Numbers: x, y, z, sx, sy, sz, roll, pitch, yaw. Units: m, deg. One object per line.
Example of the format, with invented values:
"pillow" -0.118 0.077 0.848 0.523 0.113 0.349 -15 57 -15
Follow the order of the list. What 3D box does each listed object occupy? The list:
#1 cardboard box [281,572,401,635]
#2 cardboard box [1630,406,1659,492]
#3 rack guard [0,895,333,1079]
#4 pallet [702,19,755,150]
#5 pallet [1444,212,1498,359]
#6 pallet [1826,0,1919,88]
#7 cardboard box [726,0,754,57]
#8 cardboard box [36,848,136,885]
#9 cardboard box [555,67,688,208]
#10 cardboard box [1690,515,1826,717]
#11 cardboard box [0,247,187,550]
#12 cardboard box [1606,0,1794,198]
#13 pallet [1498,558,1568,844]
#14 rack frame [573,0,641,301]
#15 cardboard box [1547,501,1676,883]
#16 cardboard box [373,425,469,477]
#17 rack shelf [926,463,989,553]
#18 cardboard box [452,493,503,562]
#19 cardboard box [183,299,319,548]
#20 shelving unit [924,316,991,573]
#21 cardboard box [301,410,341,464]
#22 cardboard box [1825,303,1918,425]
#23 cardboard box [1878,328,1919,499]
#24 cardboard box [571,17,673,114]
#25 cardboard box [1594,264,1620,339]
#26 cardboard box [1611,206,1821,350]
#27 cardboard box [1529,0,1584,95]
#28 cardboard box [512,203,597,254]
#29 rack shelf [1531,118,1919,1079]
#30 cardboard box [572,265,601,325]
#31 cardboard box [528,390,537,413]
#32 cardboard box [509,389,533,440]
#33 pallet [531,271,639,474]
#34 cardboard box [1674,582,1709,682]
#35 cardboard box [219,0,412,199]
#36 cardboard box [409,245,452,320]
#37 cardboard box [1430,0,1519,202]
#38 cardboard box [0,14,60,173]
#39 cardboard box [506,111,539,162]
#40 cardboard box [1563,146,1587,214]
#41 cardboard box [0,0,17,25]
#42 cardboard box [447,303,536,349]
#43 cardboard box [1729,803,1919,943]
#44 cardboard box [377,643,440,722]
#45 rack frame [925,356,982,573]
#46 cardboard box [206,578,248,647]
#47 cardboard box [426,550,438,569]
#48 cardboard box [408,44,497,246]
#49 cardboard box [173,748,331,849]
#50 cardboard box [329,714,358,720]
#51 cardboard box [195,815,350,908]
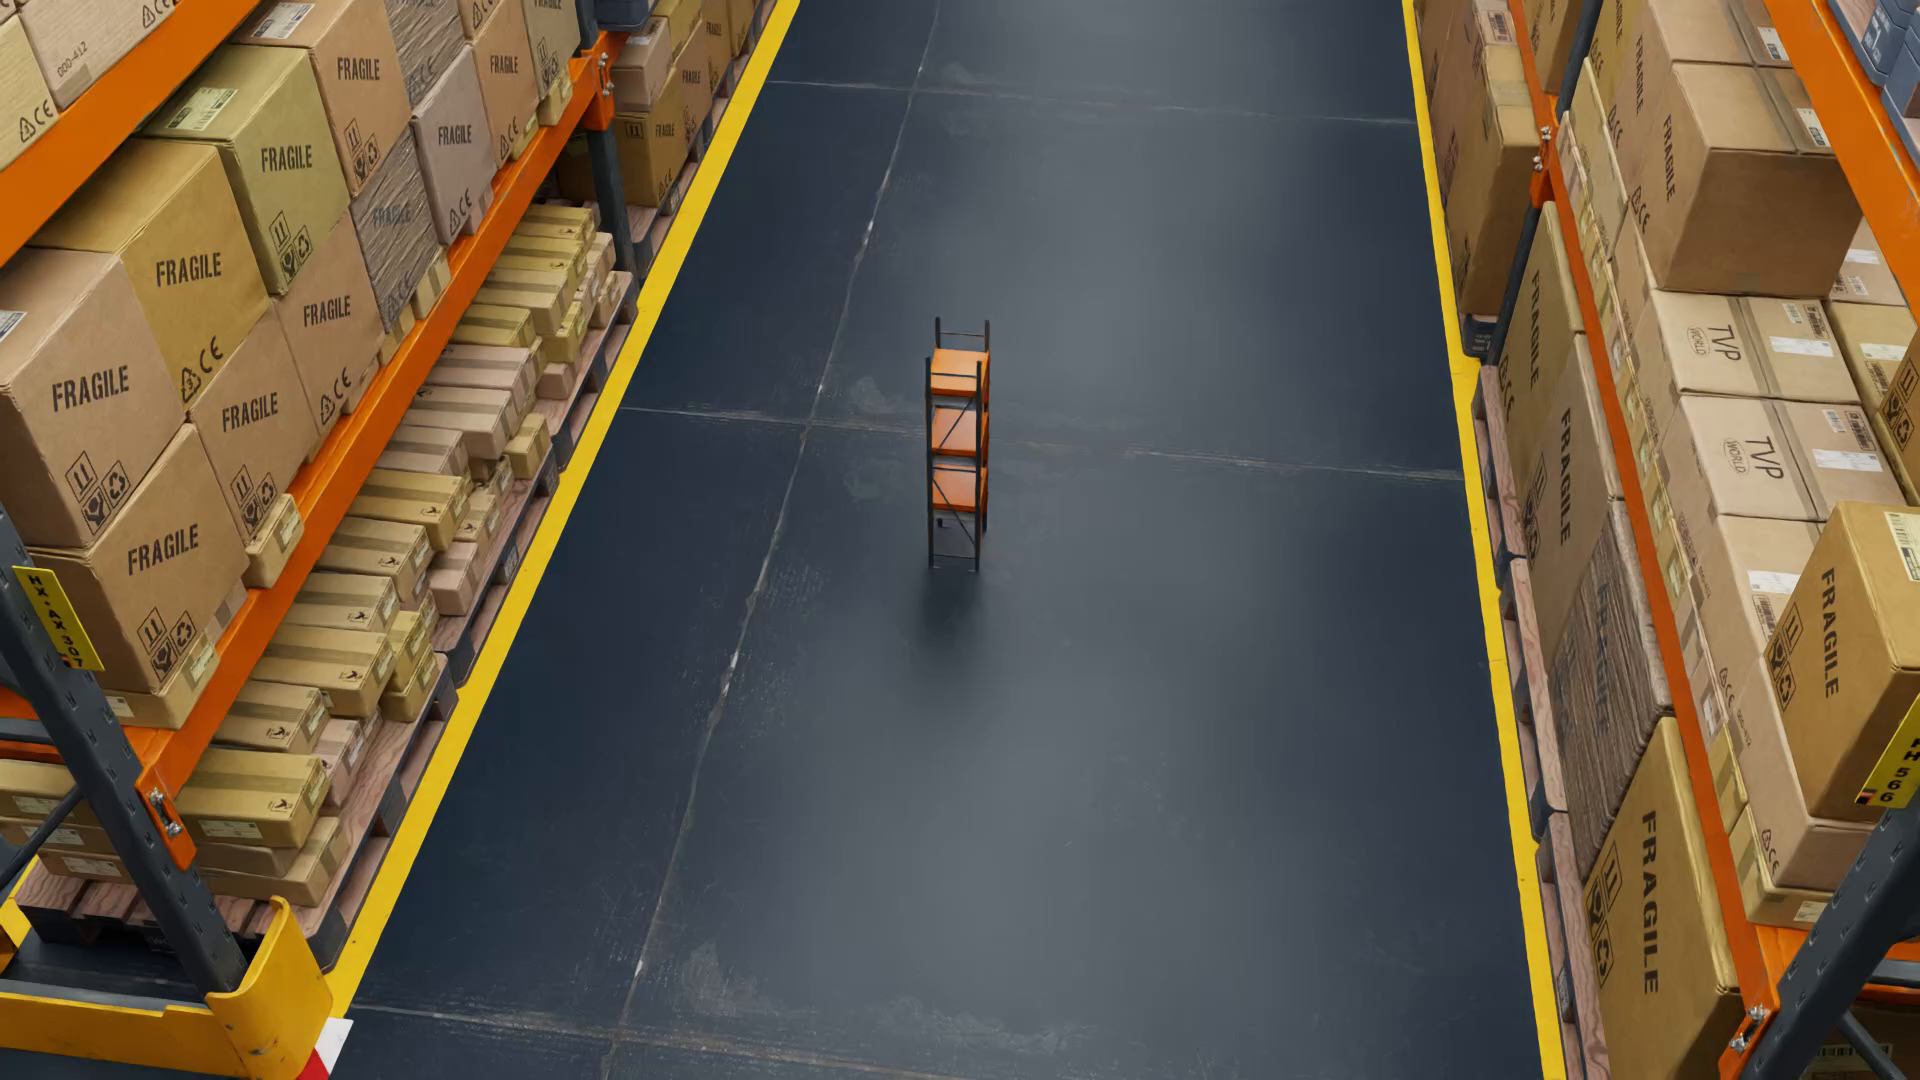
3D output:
"cardboard box" -2.136 0.251 5.639 0.380 0.149 0.250 3 44 3
"cardboard box" 2.256 -0.258 5.024 0.380 0.149 0.250 6 44 6
"rack guard" -2.560 1.301 5.012 1.175 0.500 0.348 5 44 6
"pallet" -1.781 -2.633 9.377 1.003 0.211 1.213 5 44 6
"pallet" 2.889 -1.281 7.949 1.003 0.211 1.213 5 44 6
"pallet" 2.579 -1.432 3.964 1.003 0.211 1.213 5 44 6
"cardboard box" -1.467 -3.064 9.317 0.500 0.500 0.500 3 44 4
"cardboard box" -2.708 0.950 5.333 0.380 0.149 0.250 6 44 6
"cardboard box" -1.681 -2.005 8.198 0.500 0.500 0.500 7 44 7
"cardboard box" 2.201 0.212 4.238 0.500 0.250 0.500 5 44 5
"cardboard box" -2.248 -0.344 3.915 0.500 0.500 0.500 5 44 5
"cardboard box" 2.472 -1.449 5.446 0.500 0.500 0.500 5 44 6
"pallet" 2.525 0.597 5.966 1.003 0.211 1.213 5 44 6
"rack frame" -2.042 -2.281 6.977 1.000 3.000 0.127 5 44 6
"cardboard box" 2.458 0.521 5.258 0.875 0.875 0.875 5 44 6
"cardboard box" -2.072 -0.293 6.213 0.380 0.149 0.250 5 44 6
"rack shelf" -0.007 -0.135 6.549 0.215 0.259 0.240 5 44 6
"cardboard box" -1.993 -0.055 6.395 0.380 0.149 0.250 5 44 6
"cardboard box" -2.192 -0.347 4.646 0.500 0.500 0.500 5 44 6
"shelving unit" -0.007 -0.345 6.351 0.215 1.050 0.252 5 44 6
"cardboard box" -2.163 -0.382 5.154 0.380 0.149 0.250 5 44 5
"cardboard box" 2.860 -0.444 4.930 0.500 0.250 0.500 4 44 5
"cardboard box" 2.792 -0.358 4.293 0.500 0.500 0.500 4 44 4
"cardboard box" -1.682 -2.277 7.941 0.500 0.250 0.500 3 44 4
"cardboard box" 2.357 -0.786 5.581 0.380 0.149 0.250 5 44 5
"cardboard box" 2.406 -0.826 5.333 0.500 0.250 0.500 6 44 7
"cardboard box" 2.653 -2.141 6.756 0.500 0.500 0.500 5 44 6
"cardboard box" -1.831 -1.348 7.327 0.380 0.149 0.250 6 44 7
"rack shelf" 2.597 -0.137 5.236 1.077 0.370 4.000 5 44 6
"cardboard box" -1.792 -1.077 7.257 0.380 0.149 0.250 3 44 4
"cardboard box" -1.999 -0.576 6.944 0.380 0.149 0.250 4 44 4
"cardboard box" -1.954 -0.555 6.706 0.380 0.149 0.250 6 44 7
"pallet" -2.095 -0.807 7.449 1.003 0.211 1.213 5 44 6
"cardboard box" 2.154 0.265 4.472 0.380 0.149 0.250 6 44 6
"cardboard box" -2.033 -1.388 5.018 0.500 0.500 0.500 4 44 4
"cardboard box" -1.983 -0.901 5.703 0.380 0.149 0.250 6 44 6
"cardboard box" 3.044 -2.189 8.120 1.225 0.875 0.875 4 44 4
"cardboard box" -2.258 -0.872 3.417 0.500 0.250 0.500 7 44 7
"cardboard box" -1.868 -1.611 6.453 0.380 0.149 0.250 7 44 7
"cardboard box" 2.458 -1.319 6.144 0.380 0.149 0.250 4 44 4
"cardboard box" -2.253 -1.053 3.244 0.500 0.250 0.500 6 44 6
"cardboard box" -1.963 -0.830 6.780 0.380 0.149 0.250 7 44 7
"cardboard box" 2.053 0.784 3.923 0.380 0.149 0.250 6 44 6
"cardboard box" -2.062 0.480 5.829 0.380 0.149 0.250 6 44 6
"rack frame" -0.023 -0.262 6.263 0.200 1.050 0.008 5 44 6
"cardboard box" -2.210 0.168 4.573 0.380 0.149 0.250 7 44 7
"cardboard box" -2.133 -0.013 6.134 0.380 0.149 0.250 7 44 8
"cardboard box" -1.962 -1.377 5.734 0.500 0.500 0.500 5 44 5
"cardboard box" -2.164 0.786 5.074 0.380 0.149 0.250 3 44 4
"cardboard box" -2.210 0.530 5.560 0.380 0.149 0.250 6 44 6
"cardboard box" -2.184 1.000 5.280 0.380 0.149 0.250 6 44 6
